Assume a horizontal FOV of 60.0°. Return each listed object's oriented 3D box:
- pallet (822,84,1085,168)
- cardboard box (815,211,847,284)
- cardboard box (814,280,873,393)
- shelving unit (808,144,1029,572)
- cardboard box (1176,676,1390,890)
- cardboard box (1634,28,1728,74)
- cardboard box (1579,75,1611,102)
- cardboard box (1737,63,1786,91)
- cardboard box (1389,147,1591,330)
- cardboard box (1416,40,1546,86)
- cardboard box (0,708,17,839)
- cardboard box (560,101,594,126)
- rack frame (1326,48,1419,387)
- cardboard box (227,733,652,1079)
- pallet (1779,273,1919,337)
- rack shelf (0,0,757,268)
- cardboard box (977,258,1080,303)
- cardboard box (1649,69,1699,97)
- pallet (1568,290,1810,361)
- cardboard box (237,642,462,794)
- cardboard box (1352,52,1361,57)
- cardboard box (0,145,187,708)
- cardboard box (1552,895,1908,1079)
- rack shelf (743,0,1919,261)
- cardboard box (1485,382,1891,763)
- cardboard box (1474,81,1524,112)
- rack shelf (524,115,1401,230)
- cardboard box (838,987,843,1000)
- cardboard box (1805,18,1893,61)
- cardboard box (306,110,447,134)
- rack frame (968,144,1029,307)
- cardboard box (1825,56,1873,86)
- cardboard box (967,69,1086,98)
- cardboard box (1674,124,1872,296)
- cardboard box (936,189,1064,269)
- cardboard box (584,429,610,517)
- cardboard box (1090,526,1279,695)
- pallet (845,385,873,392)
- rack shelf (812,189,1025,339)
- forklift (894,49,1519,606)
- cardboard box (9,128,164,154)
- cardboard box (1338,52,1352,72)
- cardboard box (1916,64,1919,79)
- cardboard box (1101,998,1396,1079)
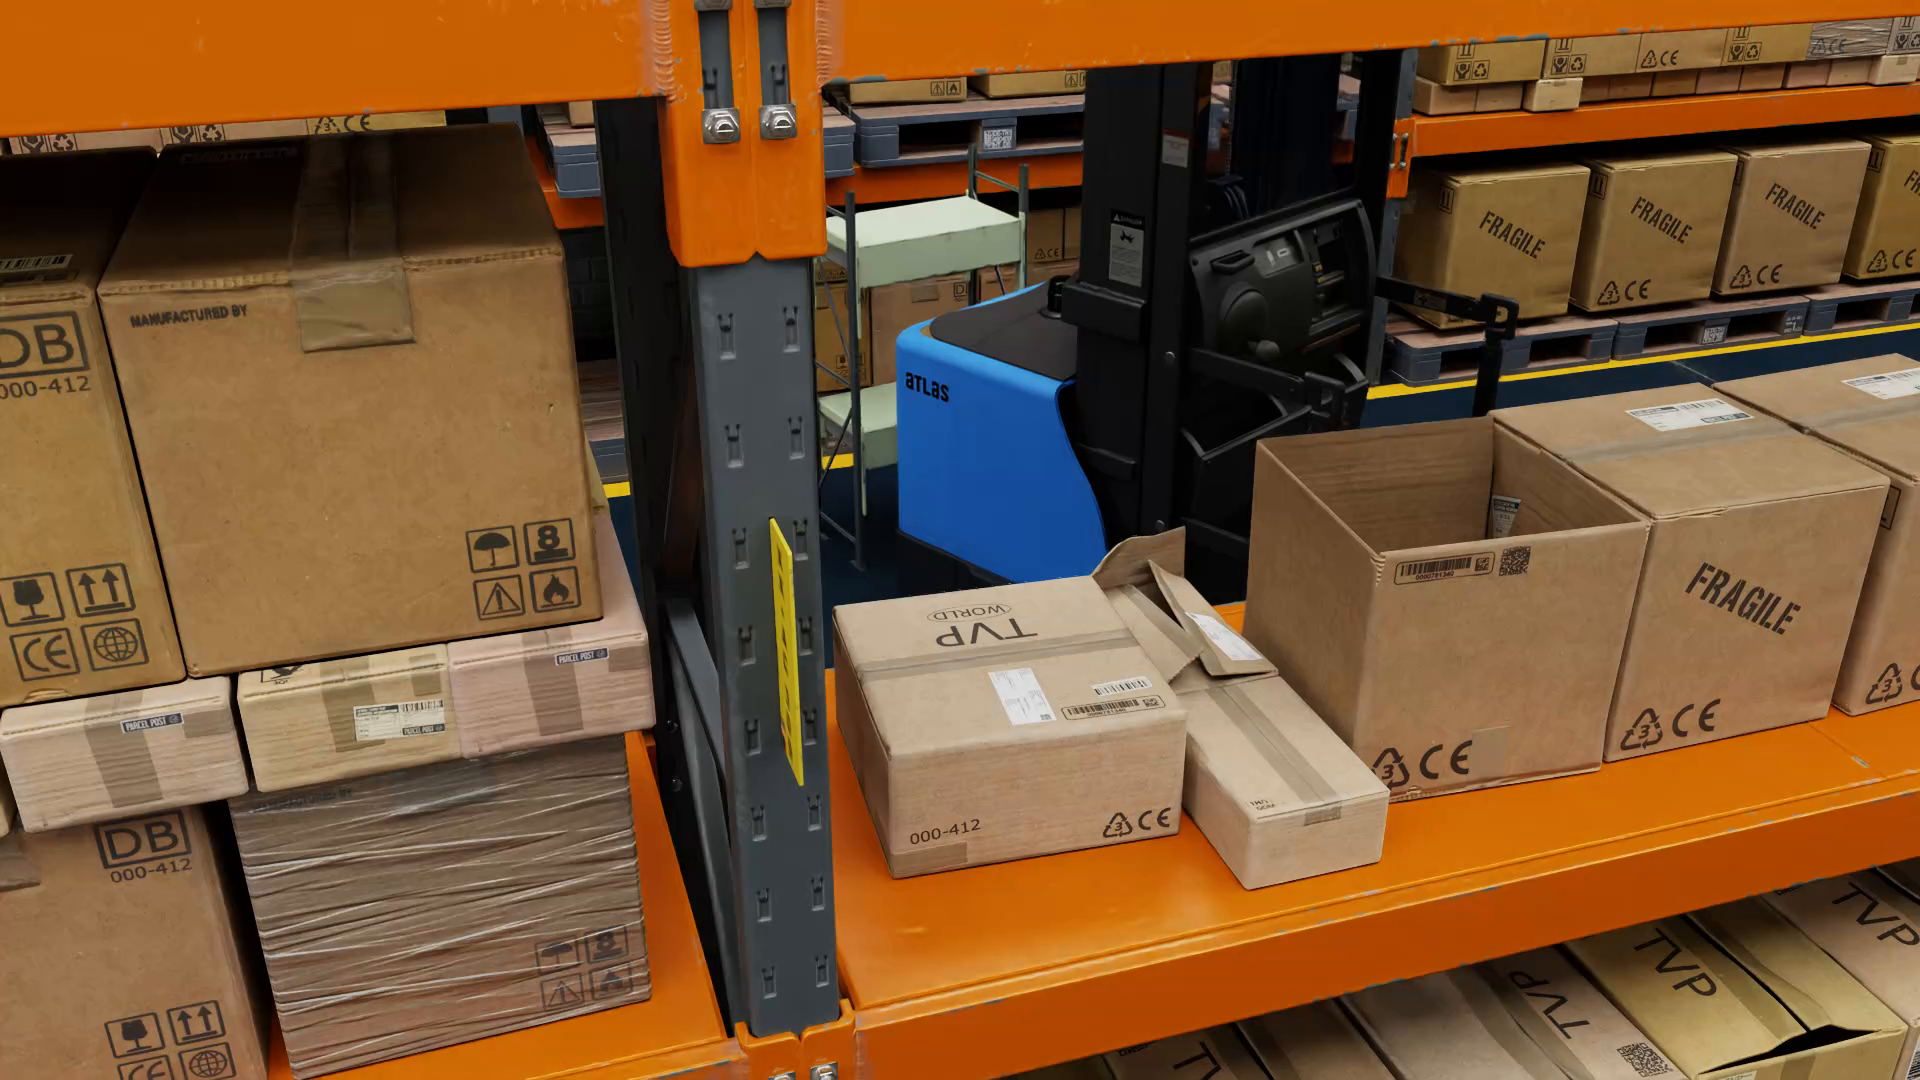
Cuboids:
[{"bbox_3d":[0.011,-1.940,7.501,1.213,0.211,1.003,-8,28,-16],"label":"pallet"},{"bbox_3d":[-0.810,-1.349,7.567,0.500,0.250,0.500,-9,28,-17],"label":"cardboard box"},{"bbox_3d":[-0.752,-1.043,7.795,0.500,0.500,0.700,-9,28,-17],"label":"cardboard box"},{"bbox_3d":[-0.169,-0.711,6.495,0.755,1.500,0.431,-15,30,-27],"label":"shelving unit"},{"bbox_3d":[0.521,0.406,2.842,0.250,0.149,0.380,-8,28,-16],"label":"cardboard box"},{"bbox_3d":[3.395,-2.598,8.140,0.500,0.500,0.500,-8,28,-16],"label":"cardboard box"},{"bbox_3d":[2.988,-2.278,8.226,0.250,0.149,0.380,-9,28,-17],"label":"cardboard box"},{"bbox_3d":[3.973,-2.409,8.489,0.250,0.149,0.380,-7,27,-14],"label":"cardboard box"},{"bbox_3d":[2.621,-1.587,8.519,0.750,0.750,0.750,-9,28,-17],"label":"cardboard box"},{"bbox_3d":[2.422,-2.462,7.866,0.500,0.500,0.500,-7,27,-15],"label":"cardboard box"},{"bbox_3d":[-1.311,0.228,2.075,0.250,0.149,0.380,-8,28,-16],"label":"cardboard box"},{"bbox_3d":[-1.428,-2.063,6.925,0.500,0.500,0.700,-8,28,-16],"label":"cardboard box"},{"bbox_3d":[1.881,-2.316,8.042,0.127,3.000,1.000,-8,28,-16],"label":"rack frame"},{"bbox_3d":[-0.805,0.348,2.564,0.500,0.500,0.700,-9,28,-17],"label":"cardboard box"},{"bbox_3d":[4.974,-1.480,9.493,1.213,0.211,1.003,-8,28,-16],"label":"pallet"},{"bbox_3d":[-2.287,-0.417,1.653,4.000,0.370,1.077,-8,28,-16],"label":"rack shelf"},{"bbox_3d":[0.223,-1.170,8.050,0.500,0.500,0.700,-8,28,-16],"label":"cardboard box"},{"bbox_3d":[3.480,-2.349,8.368,0.250,0.149,0.380,-8,27,-15],"label":"cardboard box"},{"bbox_3d":[3.812,-1.310,9.152,1.213,0.211,1.003,-8,28,-16],"label":"pallet"},{"bbox_3d":[-0.813,0.155,2.223,0.250,0.149,0.380,-9,28,-17],"label":"cardboard box"},{"bbox_3d":[2.248,-2.680,8.305,0.500,0.500,0.500,-8,28,-16],"label":"cardboard box"},{"bbox_3d":[-1.285,-0.163,2.134,0.500,0.500,0.700,-8,28,-16],"label":"cardboard box"},{"bbox_3d":[1.547,0.957,3.438,0.500,0.311,0.500,-7,27,-15],"label":"cardboard box"},{"bbox_3d":[1.517,-0.968,2.762,4.000,0.370,1.077,-8,28,-16],"label":"rack shelf"},{"bbox_3d":[1.328,0.044,3.177,0.500,0.500,0.500,-8,28,-16],"label":"cardboard box"},{"bbox_3d":[2.508,-2.191,8.050,0.250,0.149,0.380,-8,27,-15],"label":"cardboard box"},{"bbox_3d":[-0.021,-1.718,7.647,4.000,0.370,1.077,-8,28,-16],"label":"rack shelf"},{"bbox_3d":[-0.089,0.944,3.464,0.500,0.311,0.500,-8,28,-16],"label":"cardboard box"},{"bbox_3d":[4.361,-2.744,8.434,0.500,0.500,0.500,-8,28,-16],"label":"cardboard box"},{"bbox_3d":[-2.276,-1.847,6.400,0.500,0.500,0.500,-8,28,-16],"label":"cardboard box"},{"bbox_3d":[0.145,-0.795,6.664,0.023,1.500,0.400,-15,30,-27],"label":"rack frame"},{"bbox_3d":[4.472,-2.469,8.610,0.250,0.149,0.380,-8,28,-16],"label":"cardboard box"},{"bbox_3d":[0.259,-2.308,7.418,0.500,0.500,0.700,-8,28,-16],"label":"cardboard box"},{"bbox_3d":[4.262,-1.824,8.996,0.750,0.750,0.750,-7,27,-15],"label":"cardboard box"},{"bbox_3d":[0.164,-1.483,7.837,0.500,0.250,0.500,-8,28,-16],"label":"cardboard box"},{"bbox_3d":[-0.700,-0.052,2.639,0.250,0.149,0.380,-8,28,-16],"label":"cardboard box"},{"bbox_3d":[0.394,0.190,3.145,0.258,0.266,0.396,-9,28,-17],"label":"cardboard box"},{"bbox_3d":[-0.021,-0.794,8.111,1.213,0.211,1.003,-8,28,-16],"label":"pallet"},{"bbox_3d":[-0.169,-1.060,6.321,0.720,0.370,0.431,-15,30,-27],"label":"rack shelf"},{"bbox_3d":[1.163,-0.782,5.028,3.031,2.935,1.130,23,35,39],"label":"forklift"},{"bbox_3d":[-3.231,-1.711,6.126,0.500,0.500,0.500,-9,28,-18],"label":"cardboard box"},{"bbox_3d":[1.437,-2.489,7.783,0.500,0.500,0.700,-12,29,-22],"label":"cardboard box"},{"bbox_3d":[4.958,-2.536,8.744,0.250,0.149,0.380,-7,27,-14],"label":"cardboard box"},{"bbox_3d":[0.563,1.103,3.145,0.500,0.311,0.500,-9,28,-17],"label":"cardboard box"}]
